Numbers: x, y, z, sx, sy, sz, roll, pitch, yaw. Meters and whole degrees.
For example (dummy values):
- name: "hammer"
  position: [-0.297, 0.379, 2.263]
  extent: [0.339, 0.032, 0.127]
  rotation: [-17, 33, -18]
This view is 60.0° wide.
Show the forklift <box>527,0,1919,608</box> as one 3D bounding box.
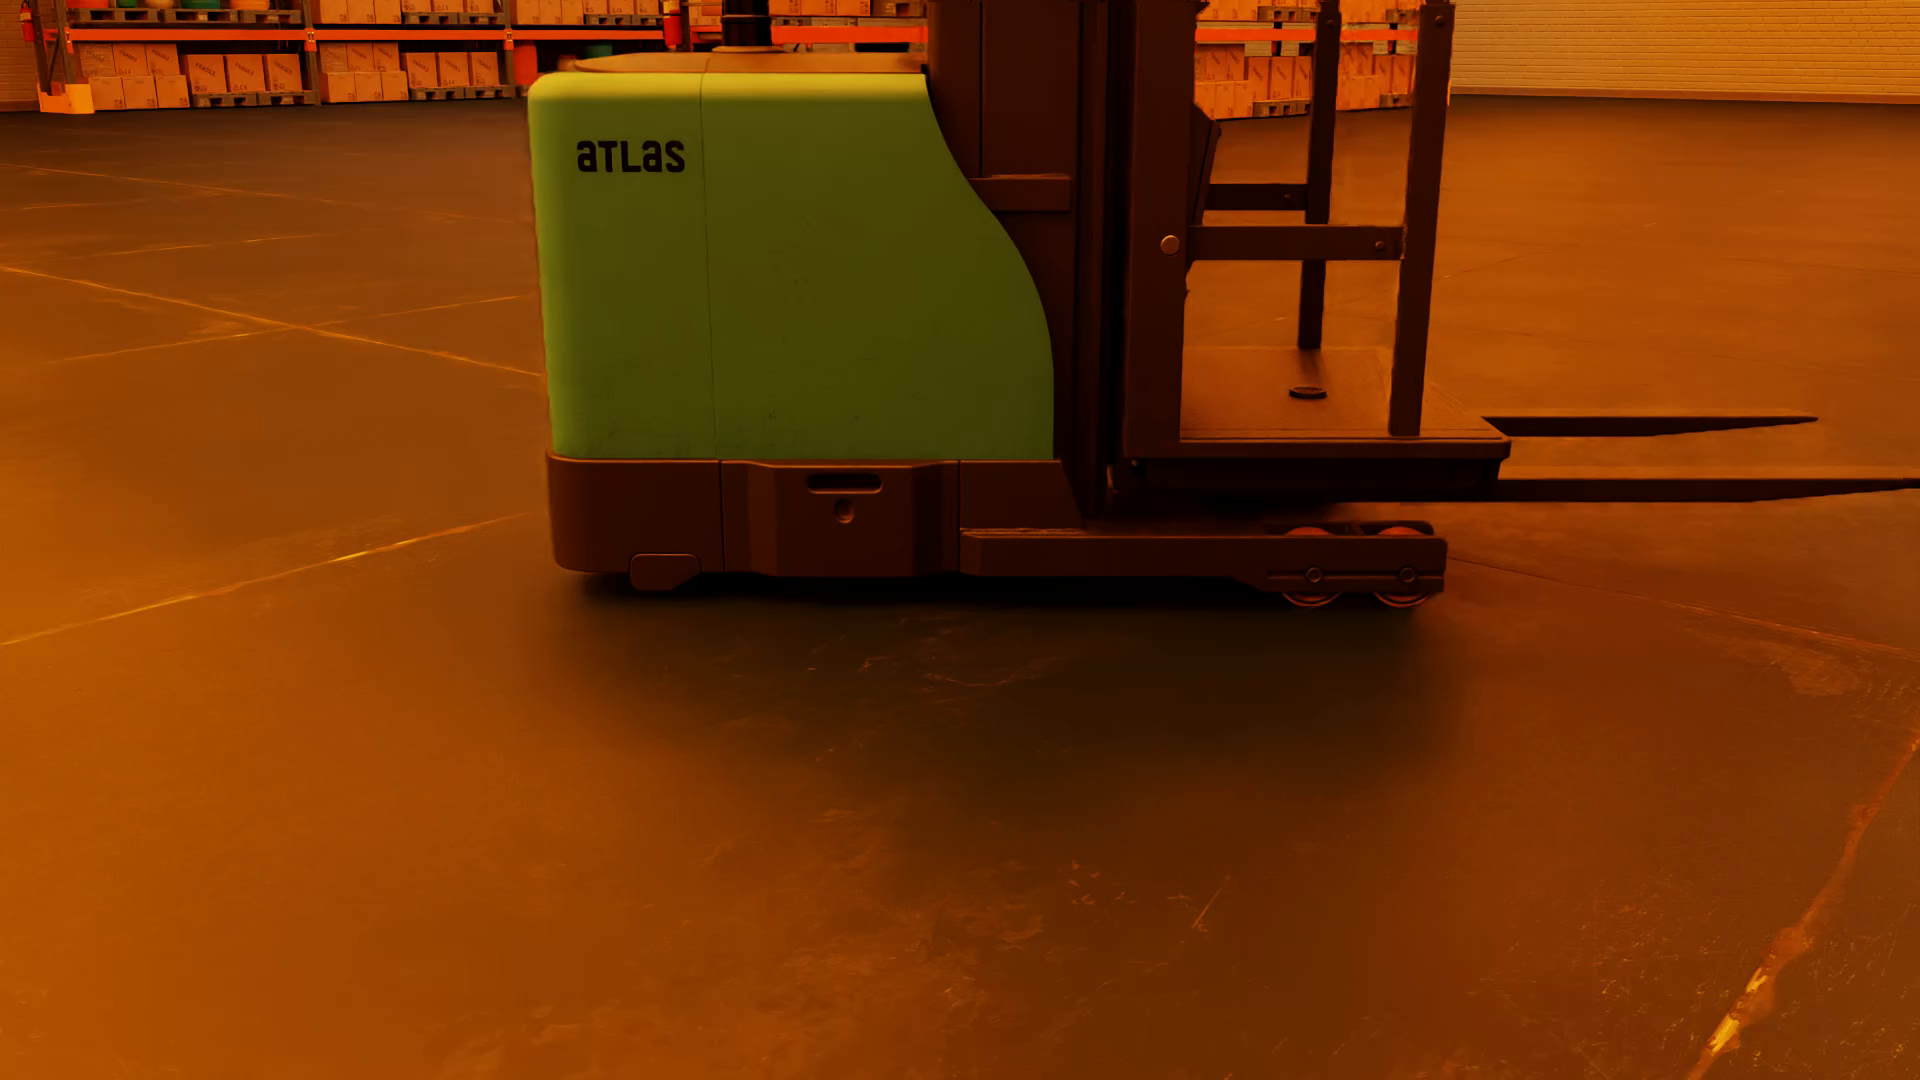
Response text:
- name: "forklift"
  position: [0.646, -1.417, 3.562]
  extent: [3.031, 2.935, 1.130]
  rotation: [0, 17, 0]
